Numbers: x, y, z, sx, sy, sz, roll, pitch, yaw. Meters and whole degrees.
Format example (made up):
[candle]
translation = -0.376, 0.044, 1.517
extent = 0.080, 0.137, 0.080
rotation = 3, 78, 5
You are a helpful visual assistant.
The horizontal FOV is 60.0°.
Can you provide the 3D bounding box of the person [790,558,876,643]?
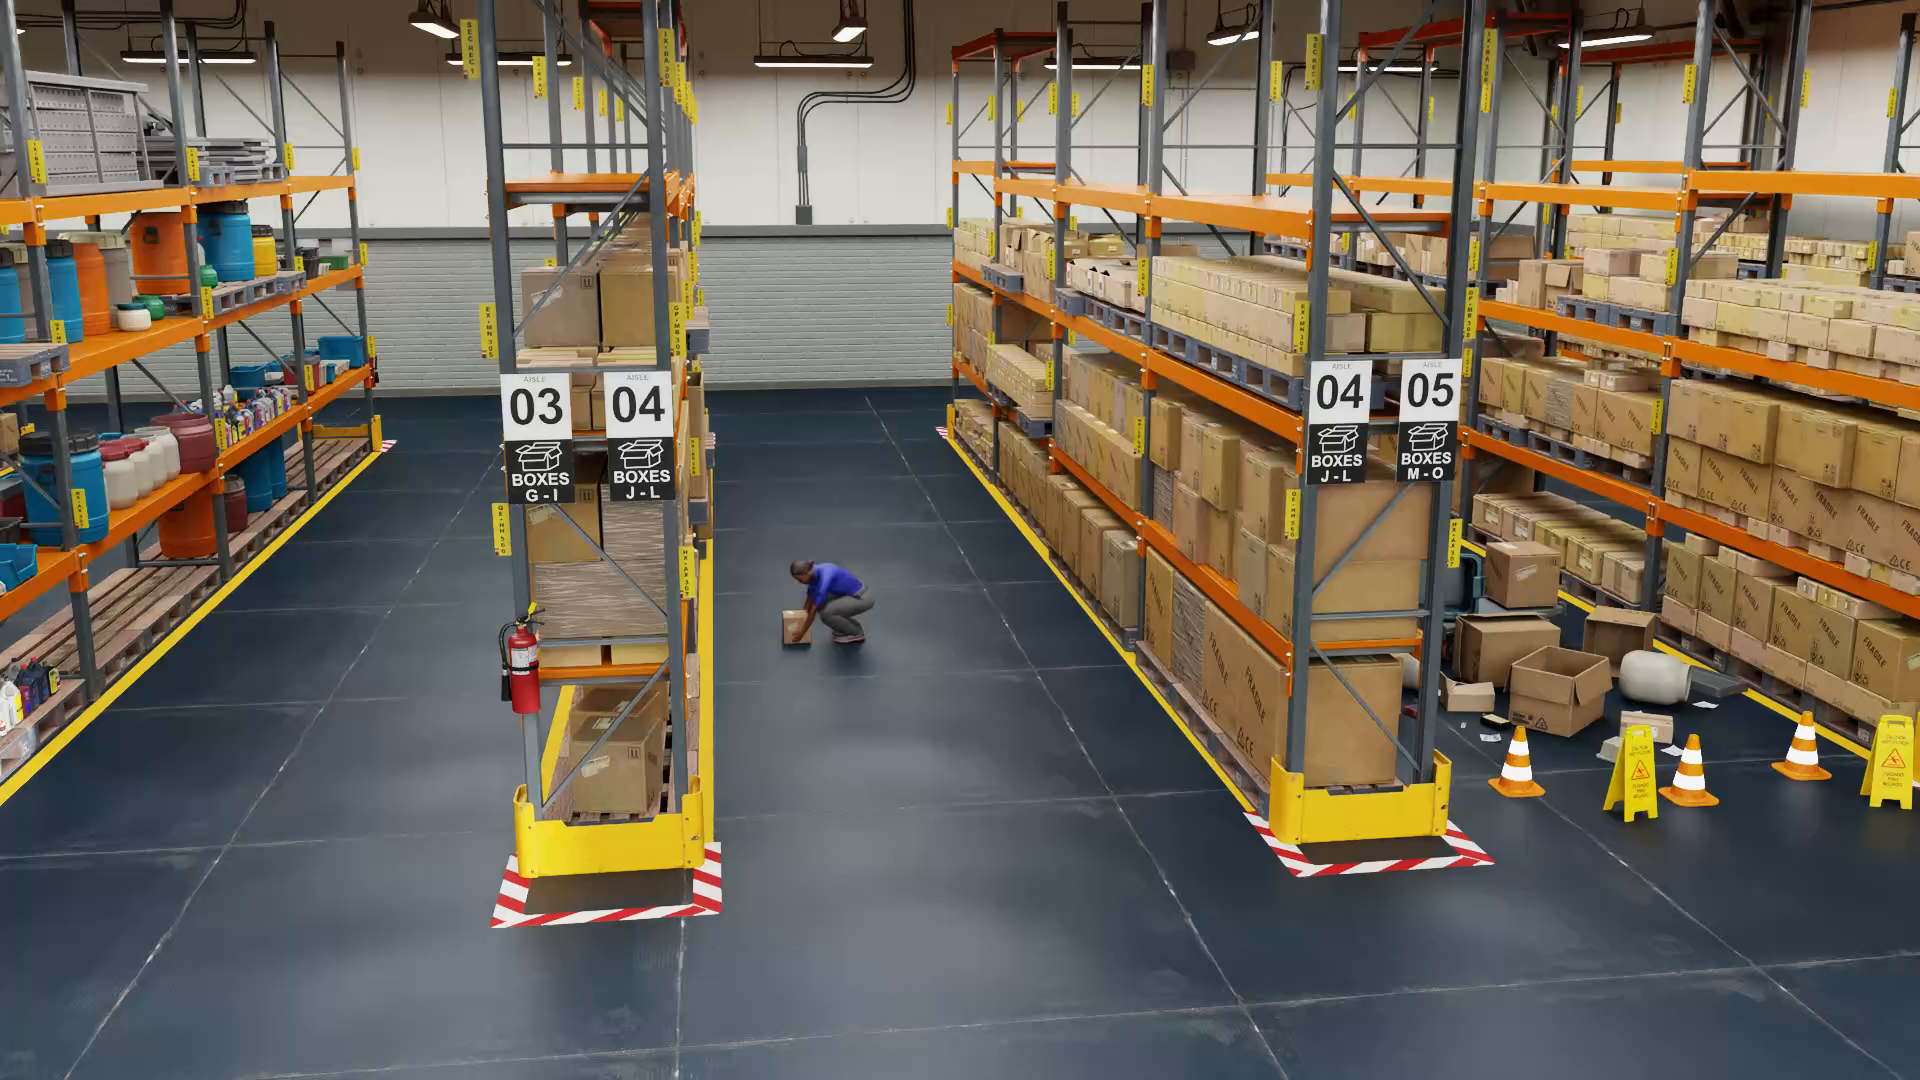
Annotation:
[person]
translation = -1.198, 0.549, 15.582
extent = 0.813, 0.810, 0.480
rotation = -2, 13, -8
